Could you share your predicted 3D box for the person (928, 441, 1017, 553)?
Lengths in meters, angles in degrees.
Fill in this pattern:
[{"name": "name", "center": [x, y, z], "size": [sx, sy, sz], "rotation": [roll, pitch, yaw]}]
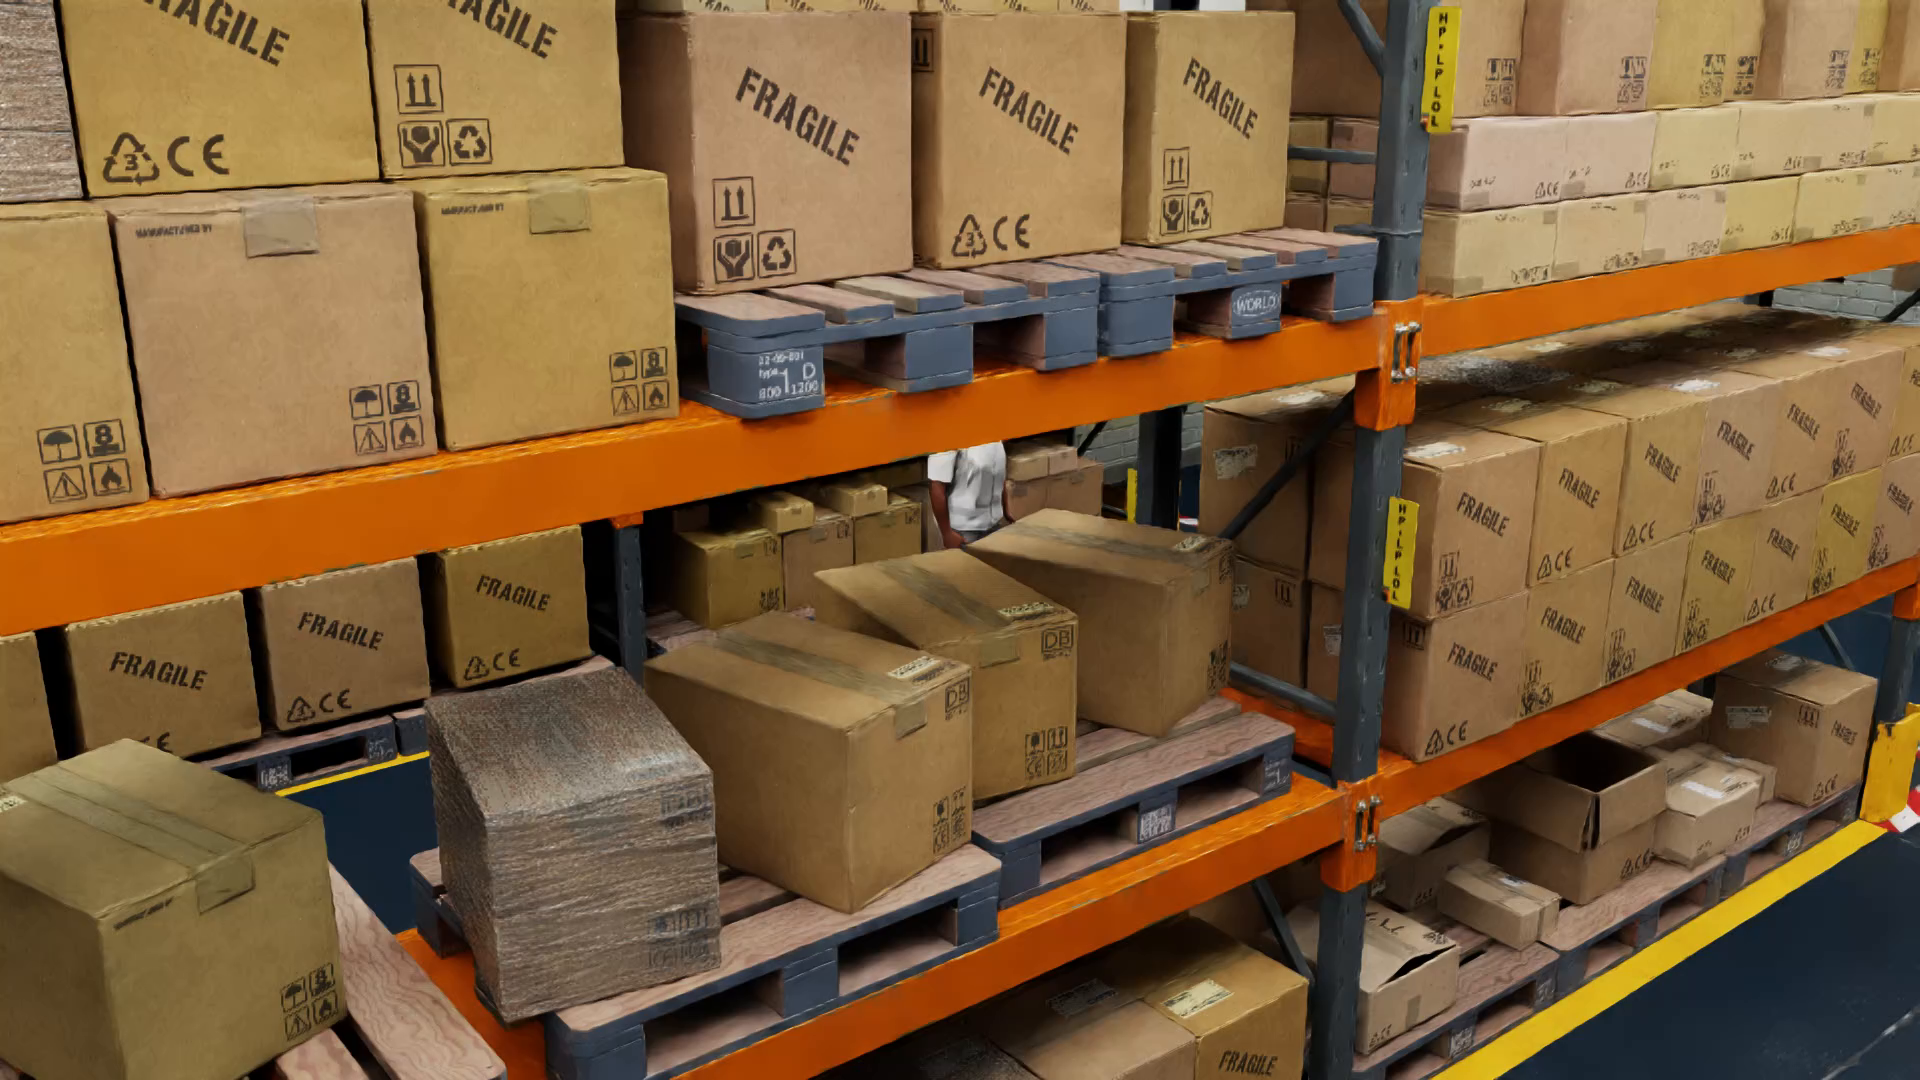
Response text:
[{"name": "person", "center": [0.083, -0.071, 9.222], "size": [0.413, 1.804, 0.613], "rotation": [12, 21, 33]}]
